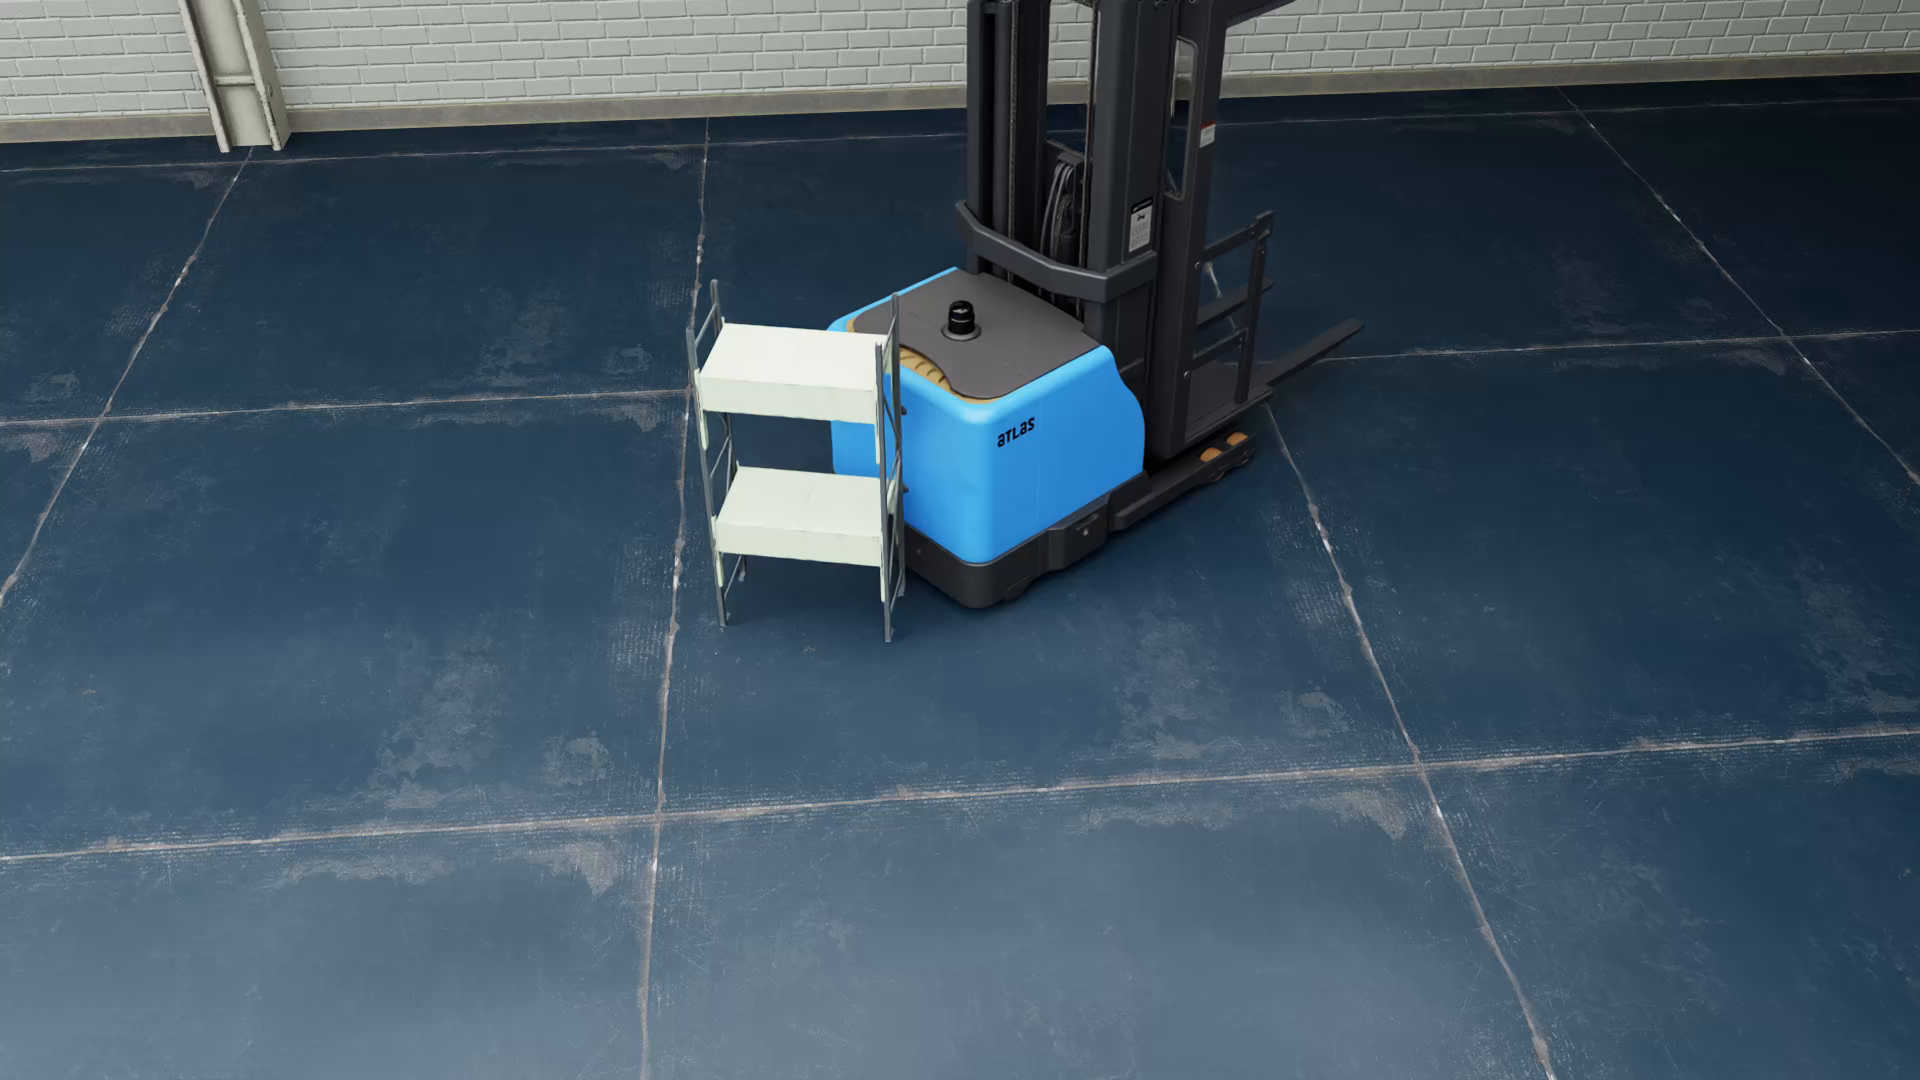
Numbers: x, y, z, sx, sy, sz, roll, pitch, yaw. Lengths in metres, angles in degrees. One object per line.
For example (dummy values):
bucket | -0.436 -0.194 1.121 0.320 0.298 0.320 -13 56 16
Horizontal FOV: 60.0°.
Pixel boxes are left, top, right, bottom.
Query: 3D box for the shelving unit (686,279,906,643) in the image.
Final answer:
shelving unit | -0.645 -0.298 6.916 0.755 1.500 0.431 5 39 6

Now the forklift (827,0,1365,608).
forklift | 0.823 -1.646 7.470 3.031 2.935 1.130 -30 47 -32

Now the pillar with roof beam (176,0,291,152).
pillar with roof beam | -4.328 -3.548 4.982 0.400 9.000 9.100 -3 38 -4

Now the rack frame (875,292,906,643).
rack frame | -0.283 -0.266 6.876 0.023 1.500 0.400 5 39 6

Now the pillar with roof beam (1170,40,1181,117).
pillar with roof beam | 1.648 -3.877 5.399 0.400 9.000 9.100 -3 38 -4

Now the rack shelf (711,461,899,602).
rack shelf | -0.645 -0.042 7.118 0.720 0.370 0.431 5 39 6

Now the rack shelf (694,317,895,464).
rack shelf | -0.645 -0.604 6.675 0.720 0.370 0.431 5 39 6

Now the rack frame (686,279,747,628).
rack frame | -1.008 -0.329 6.957 0.023 1.500 0.400 5 39 6
